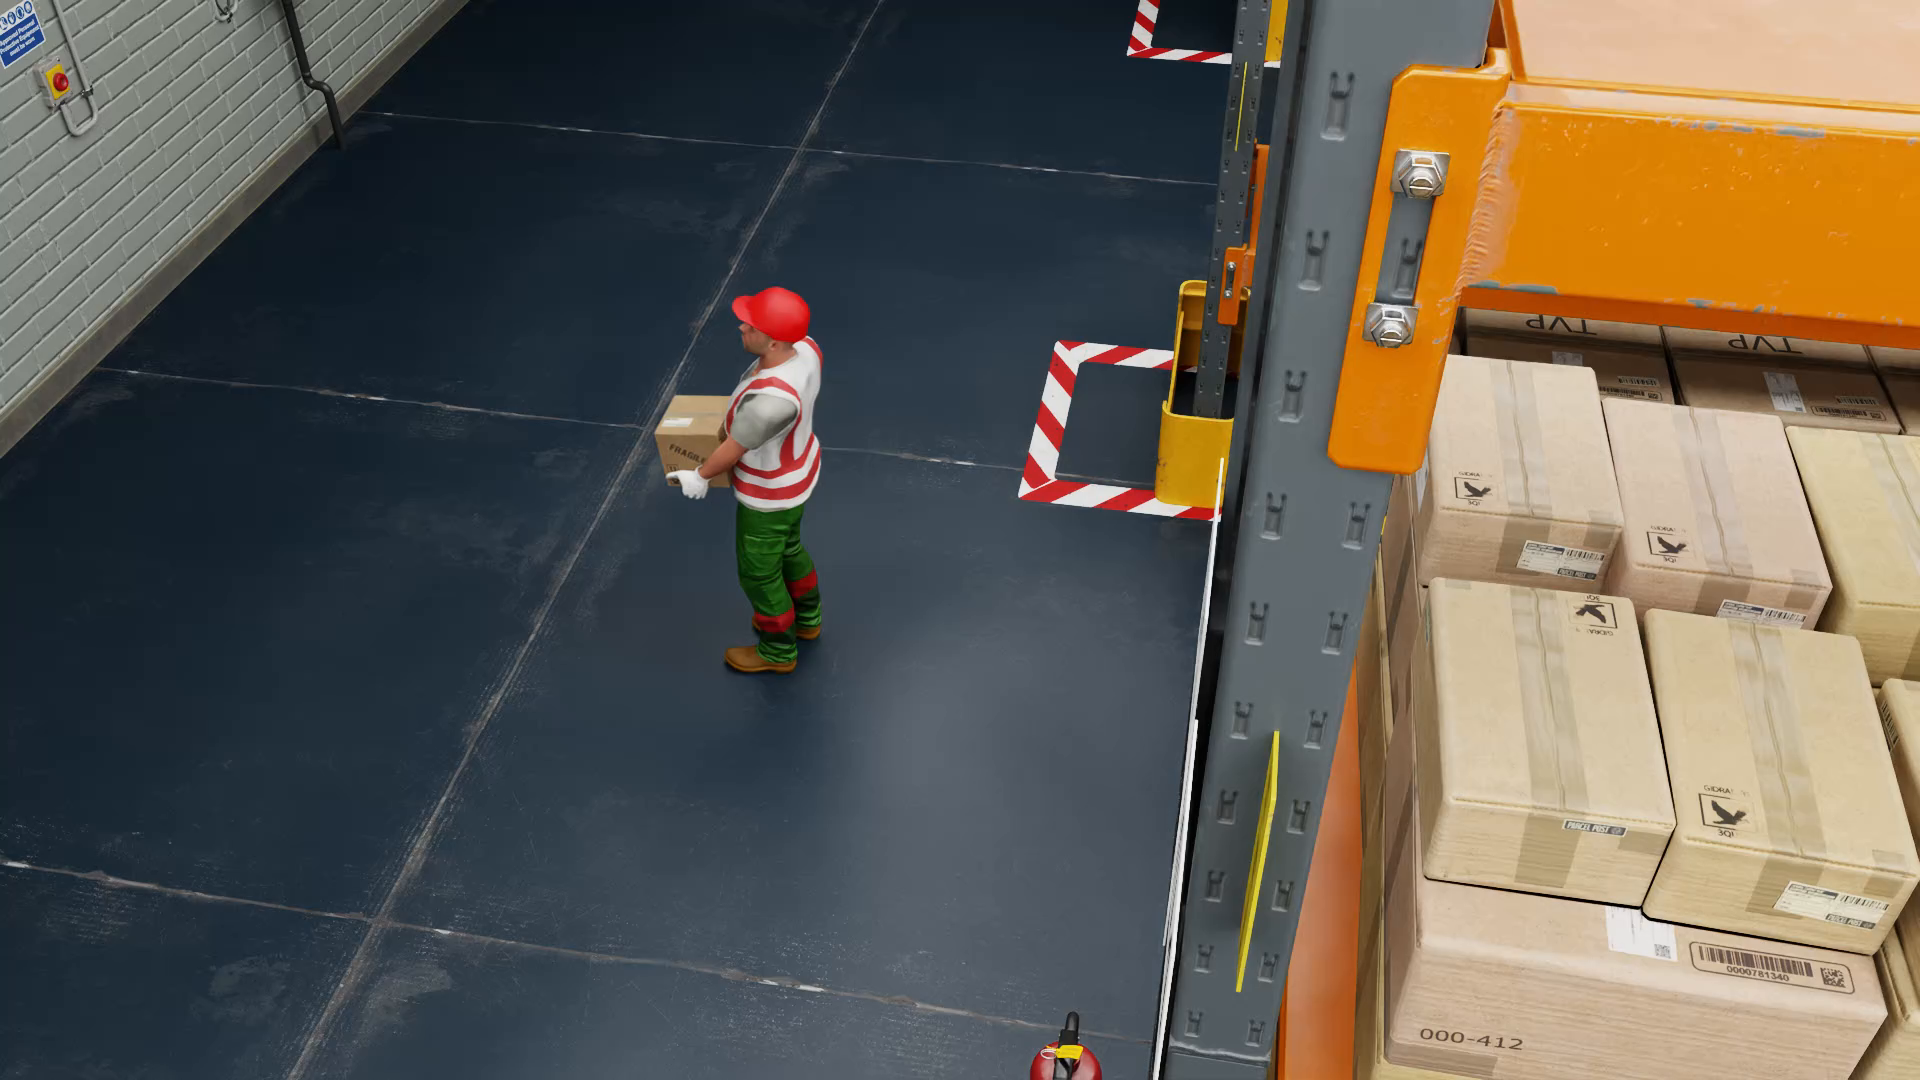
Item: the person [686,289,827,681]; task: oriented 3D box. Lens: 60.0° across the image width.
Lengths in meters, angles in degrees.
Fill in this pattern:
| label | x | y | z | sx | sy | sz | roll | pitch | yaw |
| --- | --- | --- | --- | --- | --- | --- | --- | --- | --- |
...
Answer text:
| label | x | y | z | sx | sy | sz | roll | pitch | yaw |
| --- | --- | --- | --- | --- | --- | --- | --- | --- | --- |
| person | -0.740 | -0.204 | 6.388 | 0.453 | 1.777 | 0.609 | 5 | 40 | 5 |
